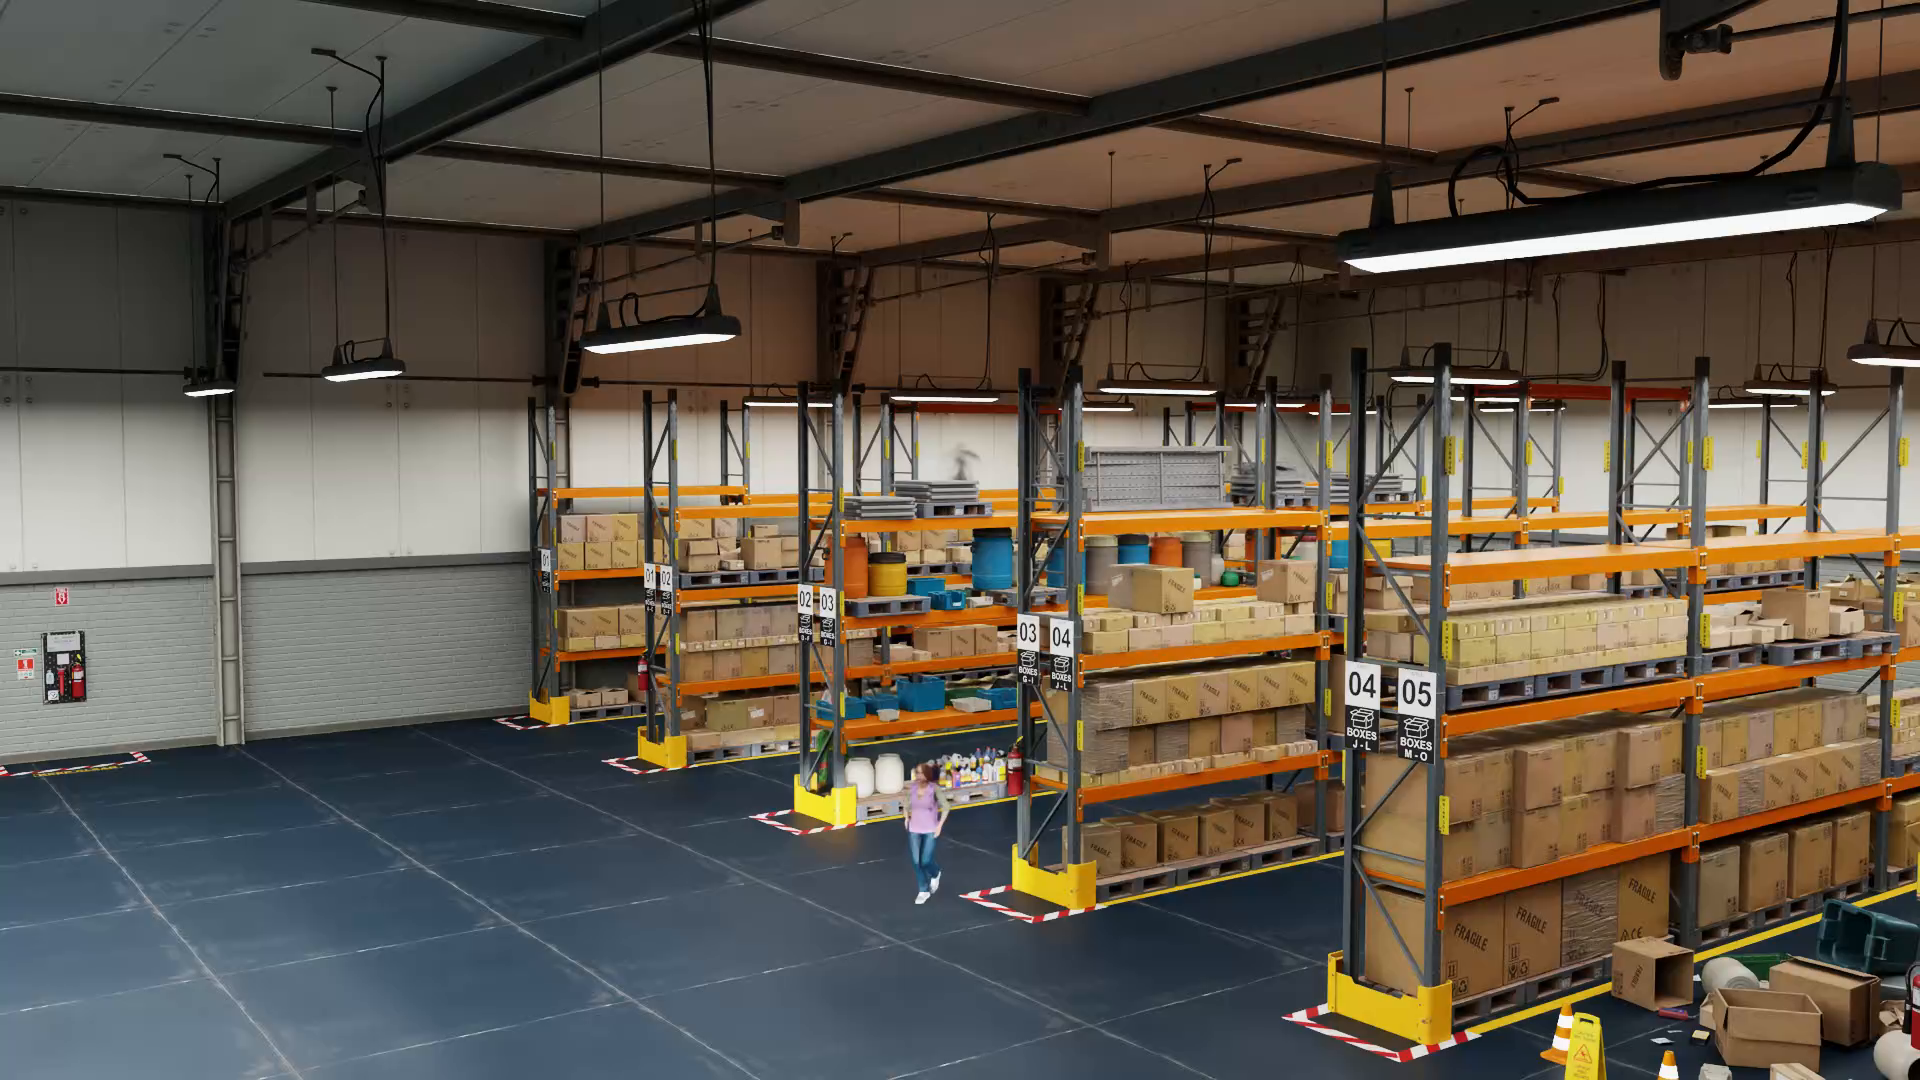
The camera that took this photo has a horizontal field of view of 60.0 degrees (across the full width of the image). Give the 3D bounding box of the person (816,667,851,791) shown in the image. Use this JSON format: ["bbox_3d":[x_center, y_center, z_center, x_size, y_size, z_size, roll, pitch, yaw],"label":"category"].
[{"bbox_3d":[-1.873,2.799,24.746,0.814,1.824,0.640,-3,5,-43],"label":"person"}]

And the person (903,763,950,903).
[{"bbox_3d":[-0.406,3.286,18.672,0.535,1.575,0.538,1,4,19],"label":"person"}]

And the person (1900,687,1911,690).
[{"bbox_3d":[13.614,2.976,23.863,0.934,1.586,0.588,-2,4,-32],"label":"person"}]
